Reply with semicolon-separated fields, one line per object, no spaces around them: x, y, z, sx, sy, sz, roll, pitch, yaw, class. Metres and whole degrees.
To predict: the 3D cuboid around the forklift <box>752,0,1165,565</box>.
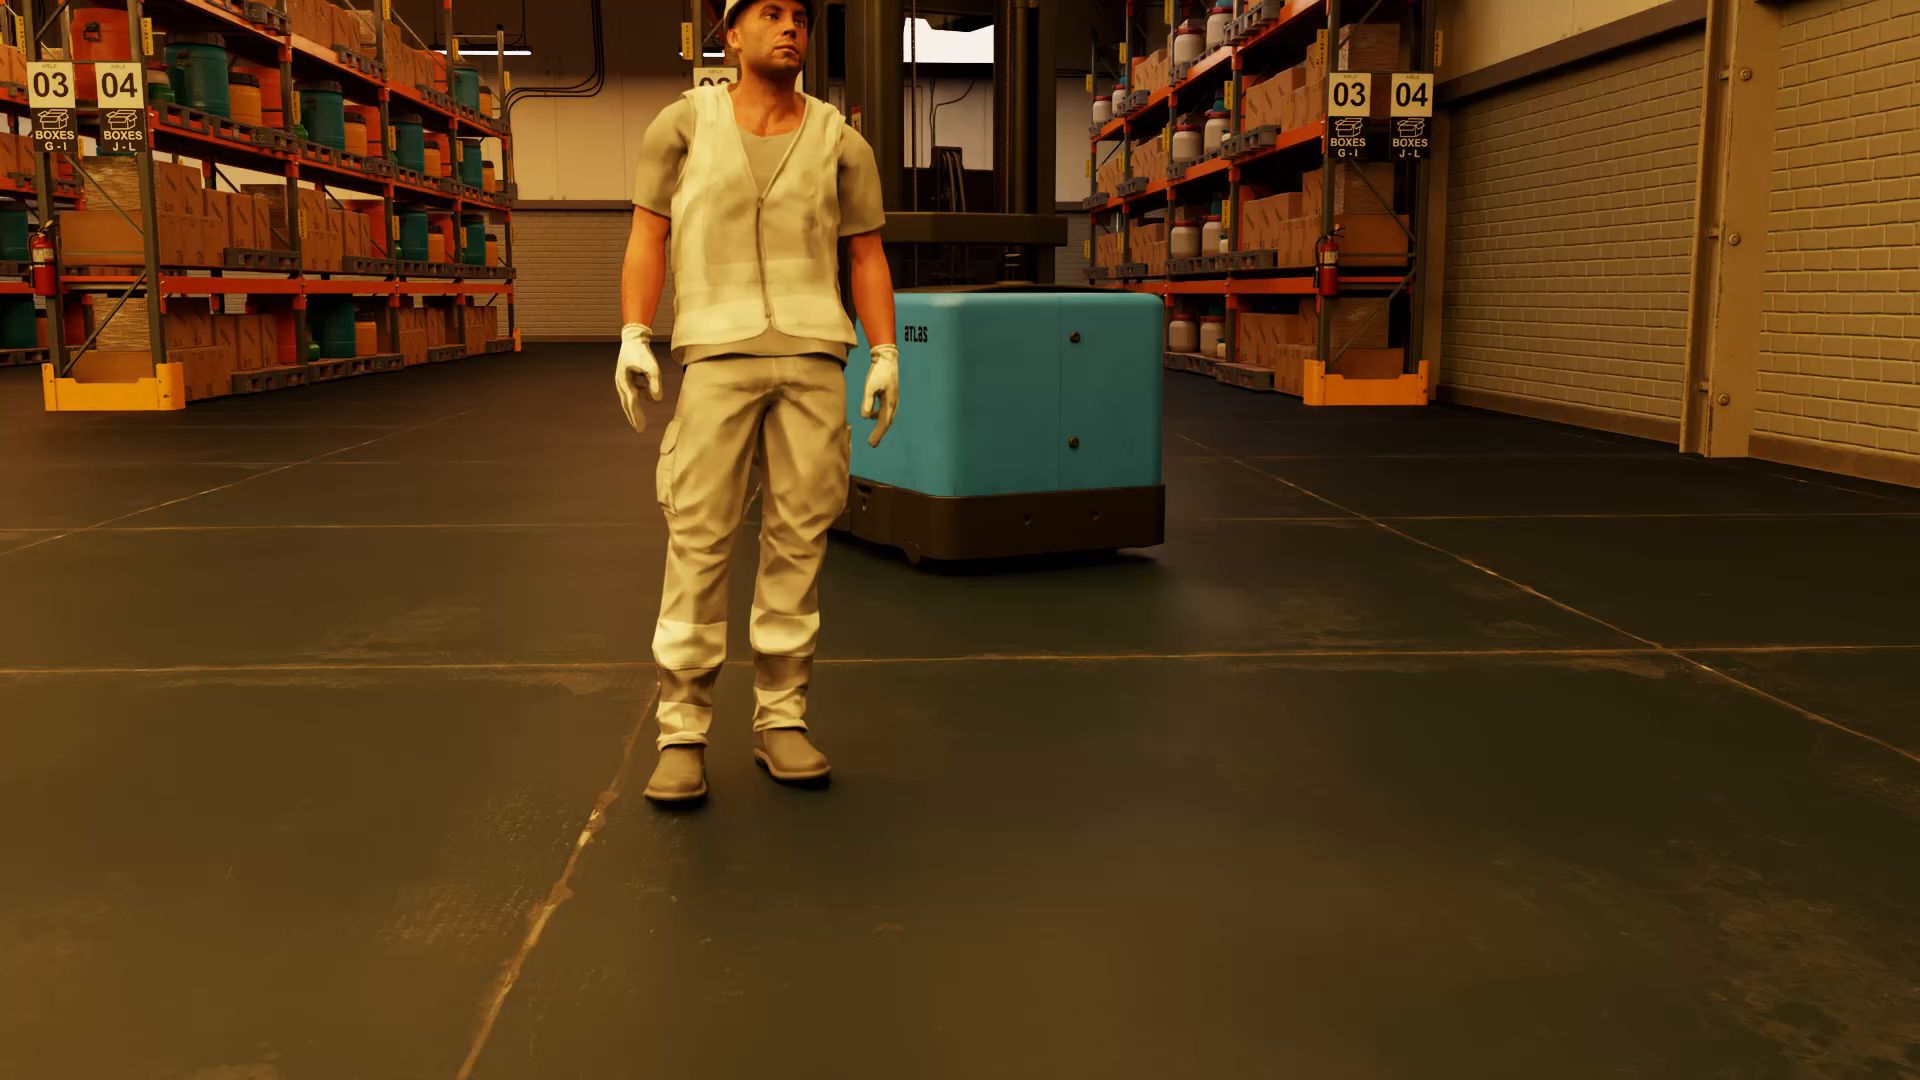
-0.264;-1.530;7.637;1.130;2.935;3.031;-4;9;-25;forklift

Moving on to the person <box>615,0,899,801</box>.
-0.427;-0.365;3.638;0.637;1.790;0.552;-2;9;-15;person
